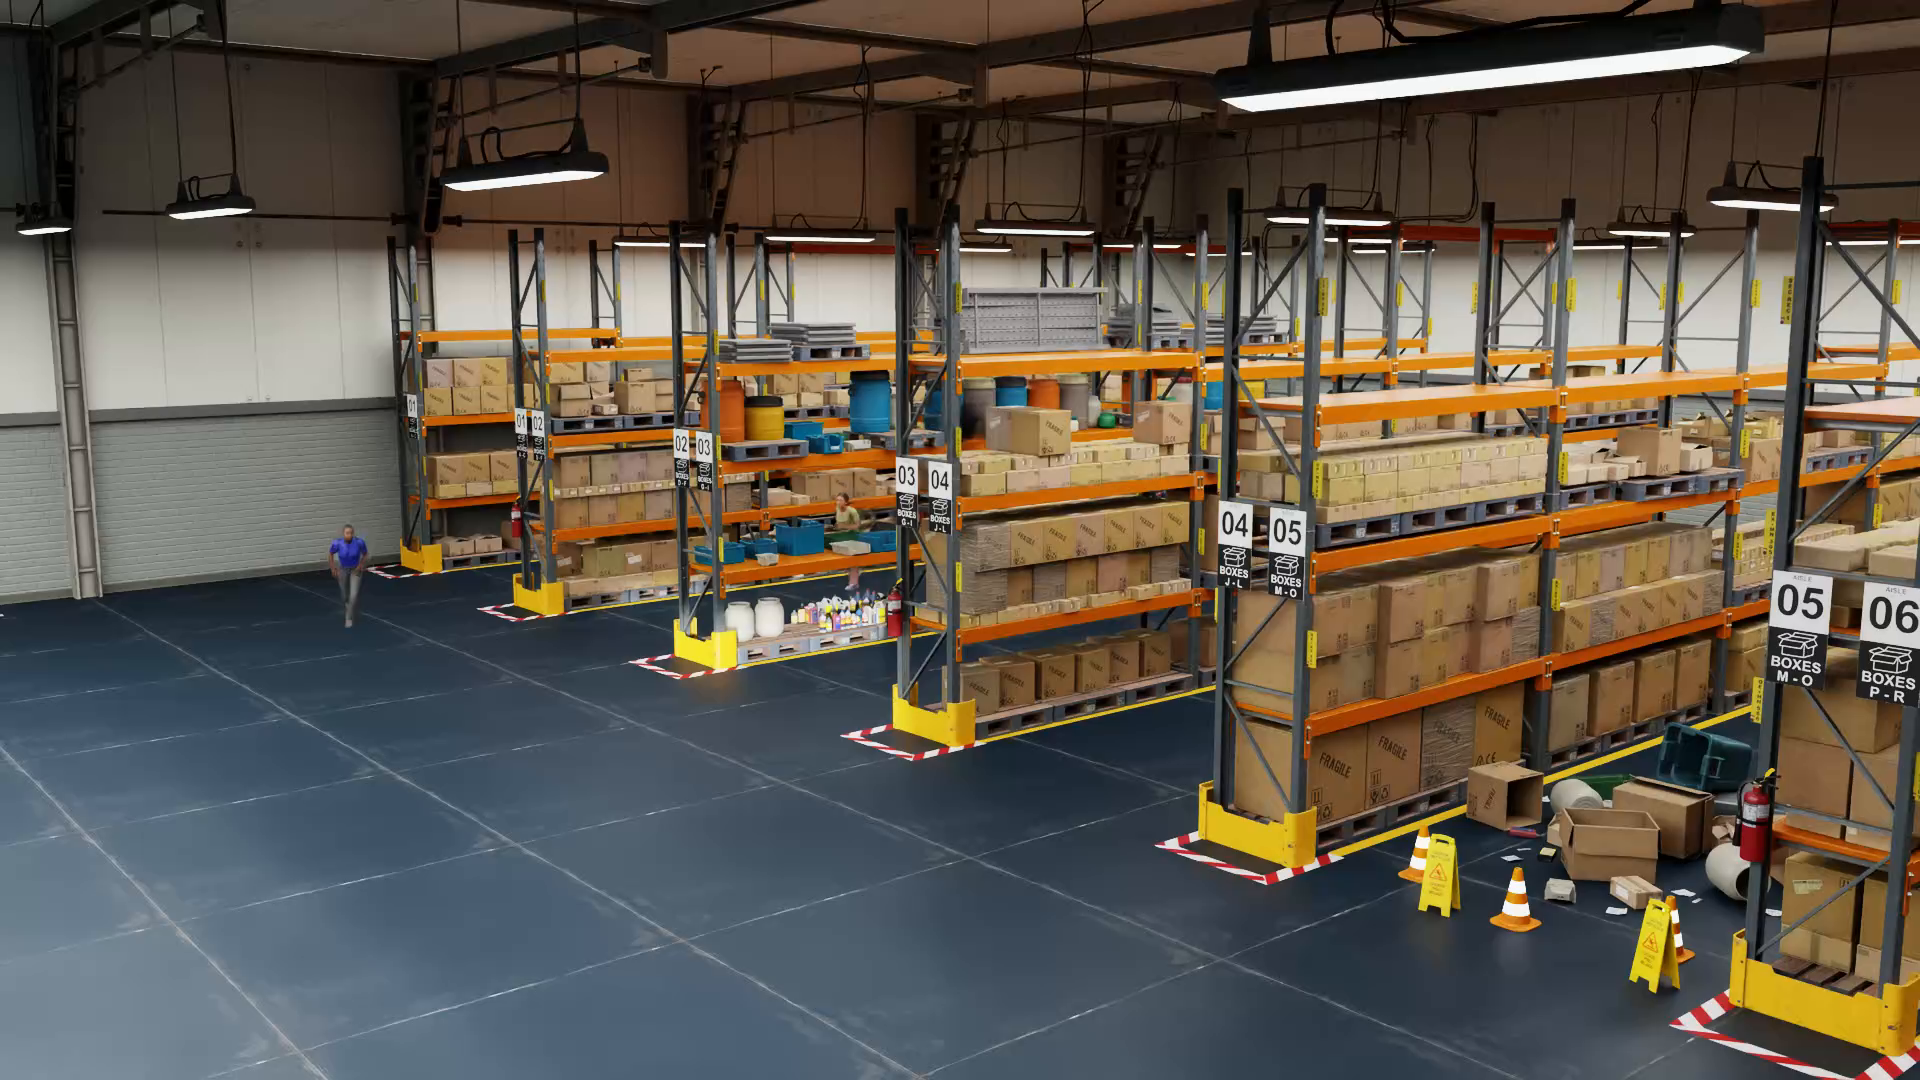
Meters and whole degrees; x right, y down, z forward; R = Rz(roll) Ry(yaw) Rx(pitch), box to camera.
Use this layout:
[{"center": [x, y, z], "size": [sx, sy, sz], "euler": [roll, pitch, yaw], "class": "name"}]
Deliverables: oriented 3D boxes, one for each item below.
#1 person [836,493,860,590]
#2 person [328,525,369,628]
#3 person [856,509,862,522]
[{"center": [-1.812, 0.028, 26.508], "size": [0.580, 1.610, 0.675], "euler": [6, 10, 32], "class": "person"}, {"center": [-9.315, 0.525, 25.356], "size": [0.556, 1.597, 0.763], "euler": [-4, 10, -23], "class": "person"}, {"center": [-2.109, -0.550, 32.426], "size": [0.575, 1.502, 0.863], "euler": [6, 11, 33], "class": "person"}]
